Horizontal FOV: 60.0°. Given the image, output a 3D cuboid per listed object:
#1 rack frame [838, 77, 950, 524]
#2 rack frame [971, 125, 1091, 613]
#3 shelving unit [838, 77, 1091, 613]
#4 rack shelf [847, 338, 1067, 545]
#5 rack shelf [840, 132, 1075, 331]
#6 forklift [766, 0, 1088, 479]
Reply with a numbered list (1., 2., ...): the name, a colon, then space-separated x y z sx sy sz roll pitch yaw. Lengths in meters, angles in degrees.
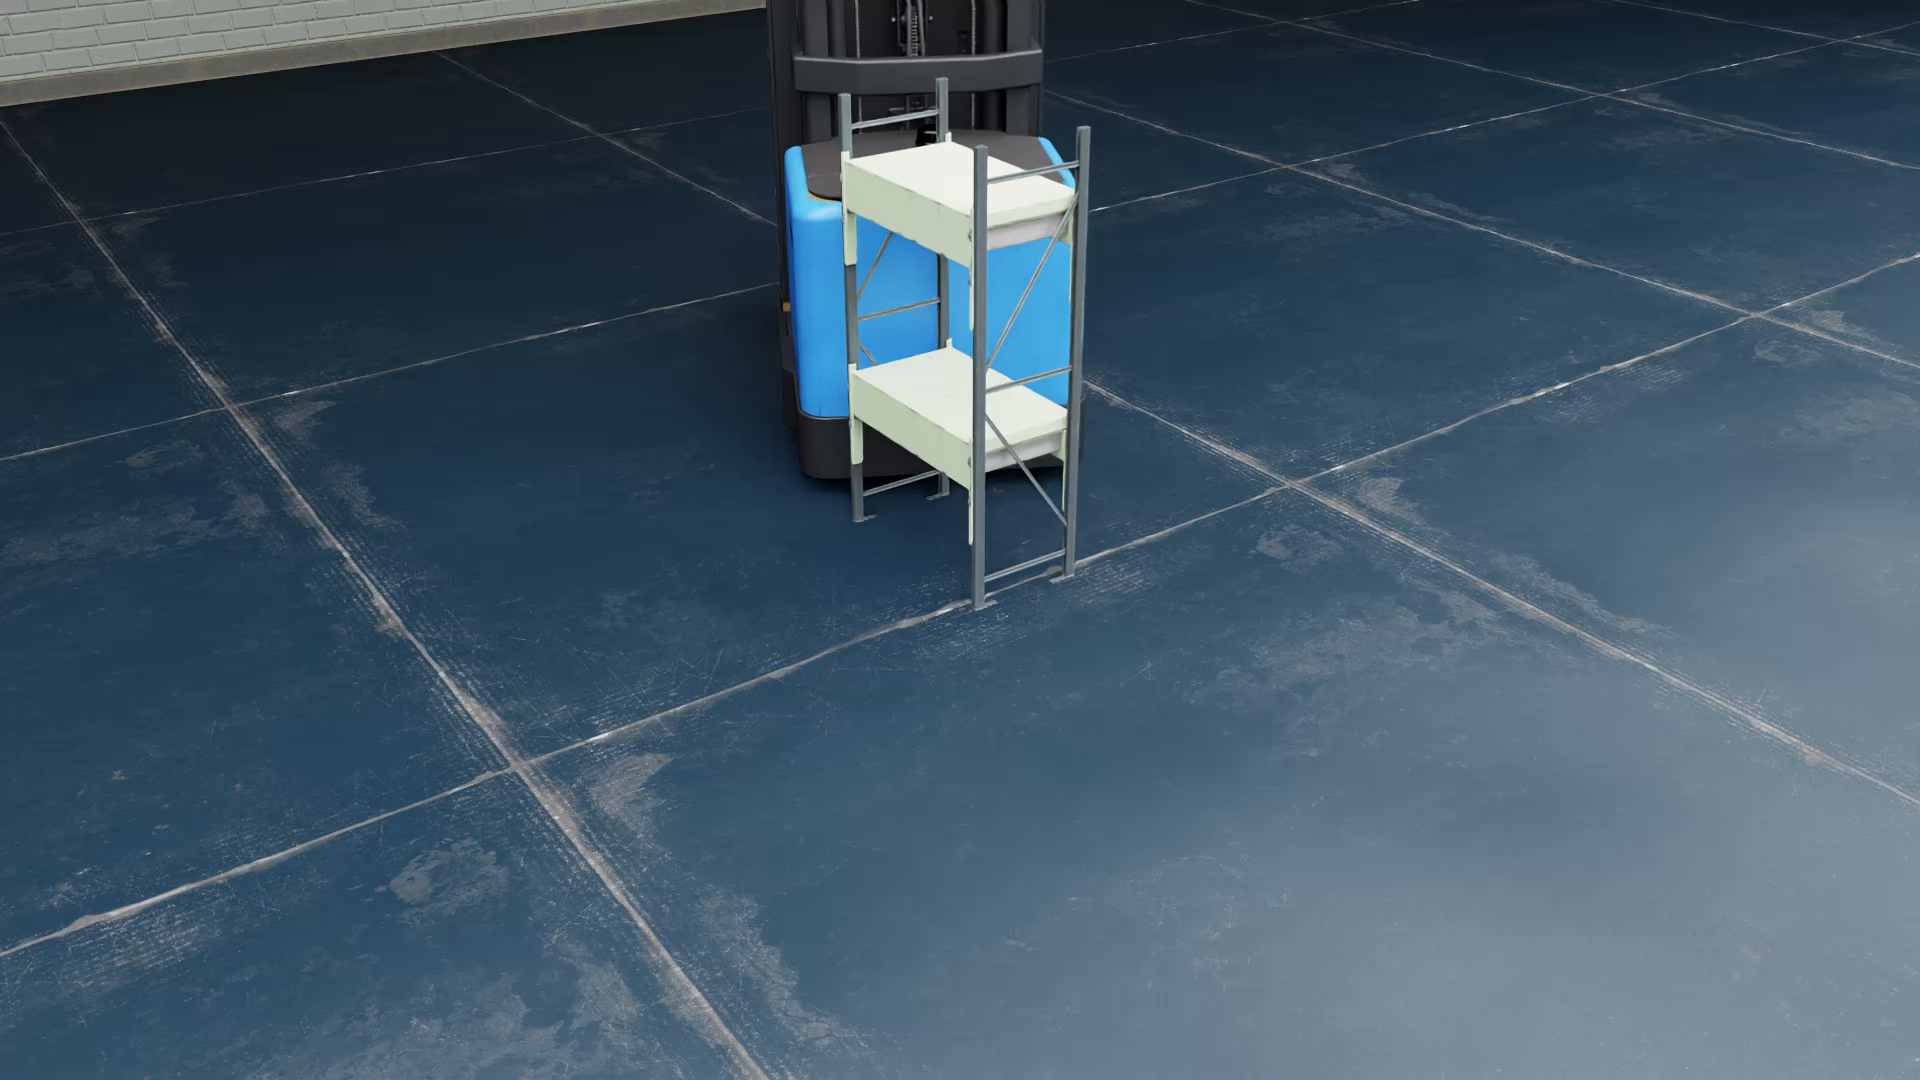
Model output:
1. rack frame: -0.208 -0.772 5.600 0.400 1.500 0.023 -18 33 -30
2. rack frame: 0.208 -0.484 5.070 0.400 1.500 0.023 -18 33 -30
3. shelving unit: 0.000 -0.628 5.335 0.431 1.500 0.755 -18 33 -30
4. rack shelf: 0.000 -0.342 5.491 0.431 0.370 0.720 -18 33 -30
5. rack shelf: 0.000 -0.971 5.149 0.431 0.370 0.720 -18 33 -30
6. forklift: -0.244 -2.186 6.704 1.130 2.935 3.031 -4 29 -6
